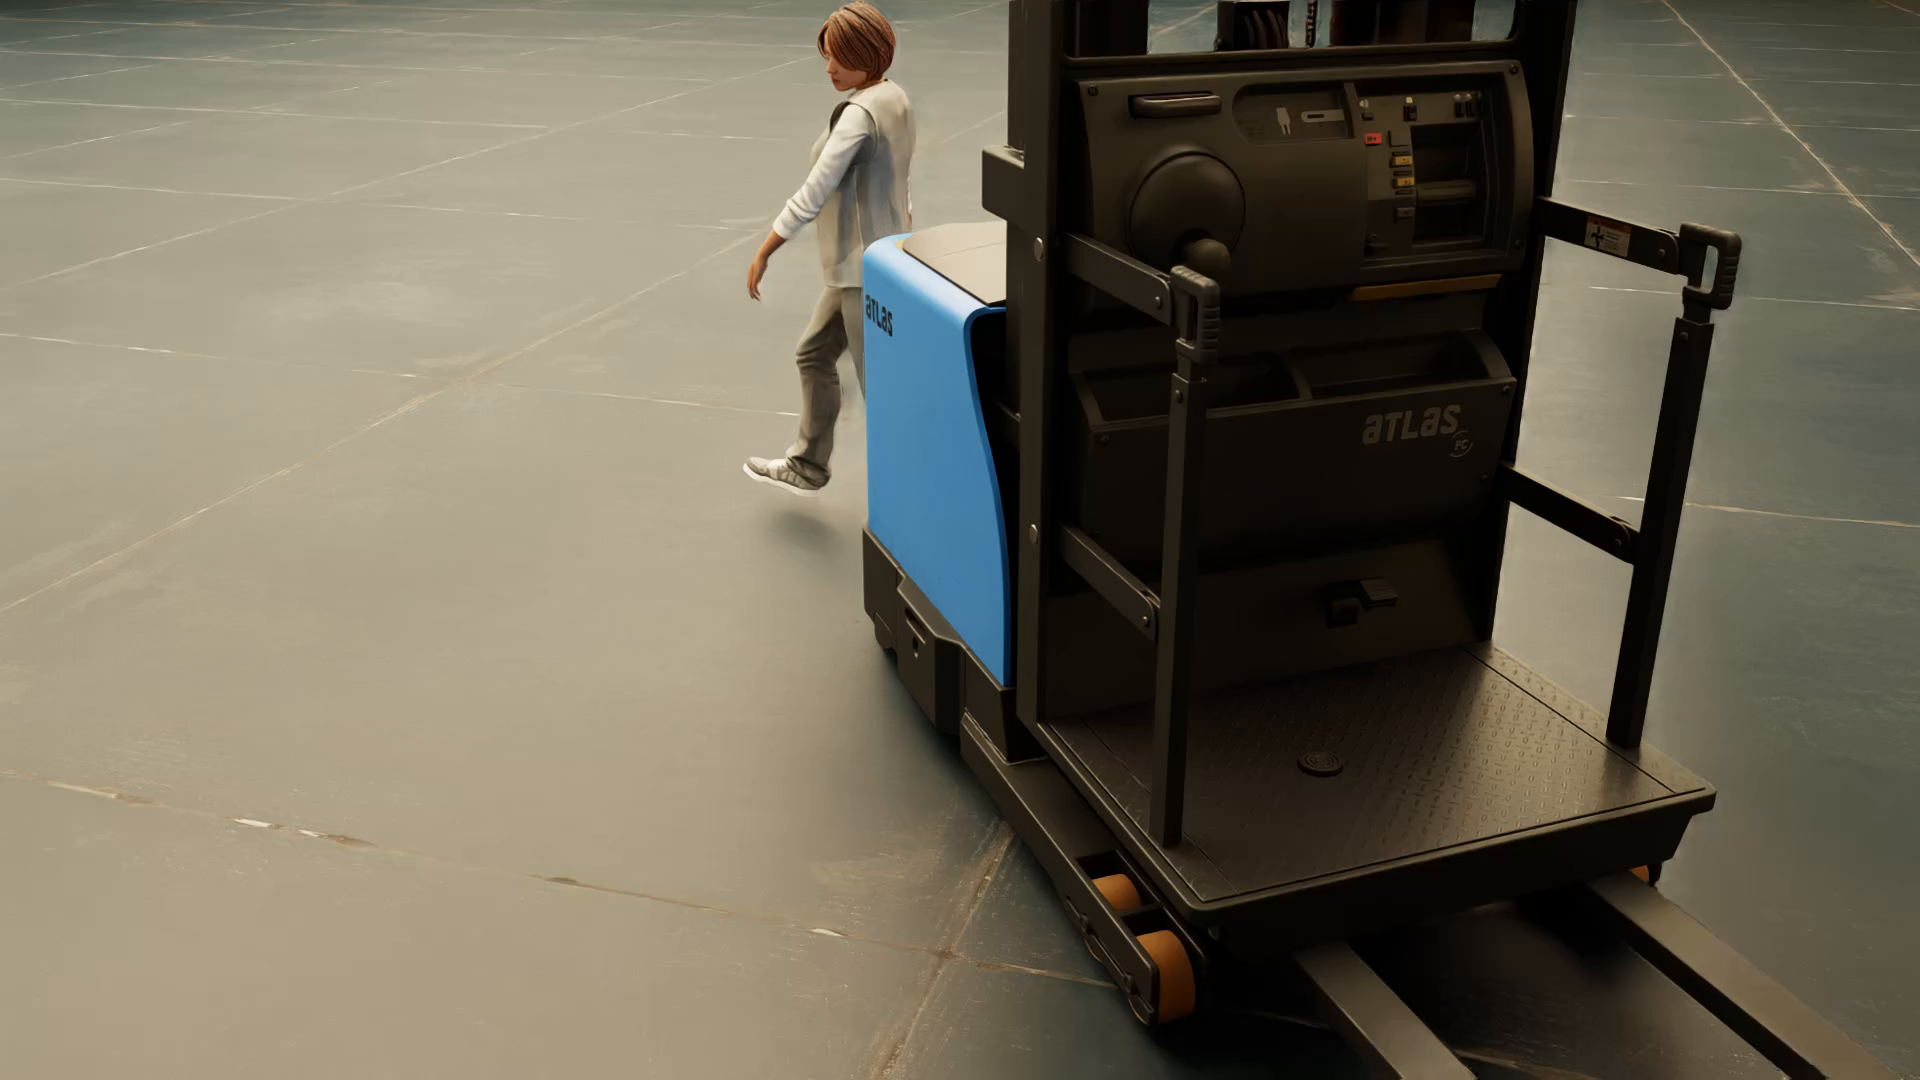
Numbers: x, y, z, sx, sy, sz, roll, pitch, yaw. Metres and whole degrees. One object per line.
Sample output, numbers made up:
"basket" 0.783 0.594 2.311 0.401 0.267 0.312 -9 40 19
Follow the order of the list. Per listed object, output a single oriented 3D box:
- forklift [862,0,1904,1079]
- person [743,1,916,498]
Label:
"forklift" 0.729 -0.659 2.876 1.130 2.935 3.031 -8 24 -19
"person" -0.320 -0.799 4.957 0.806 1.538 0.529 3 23 7
